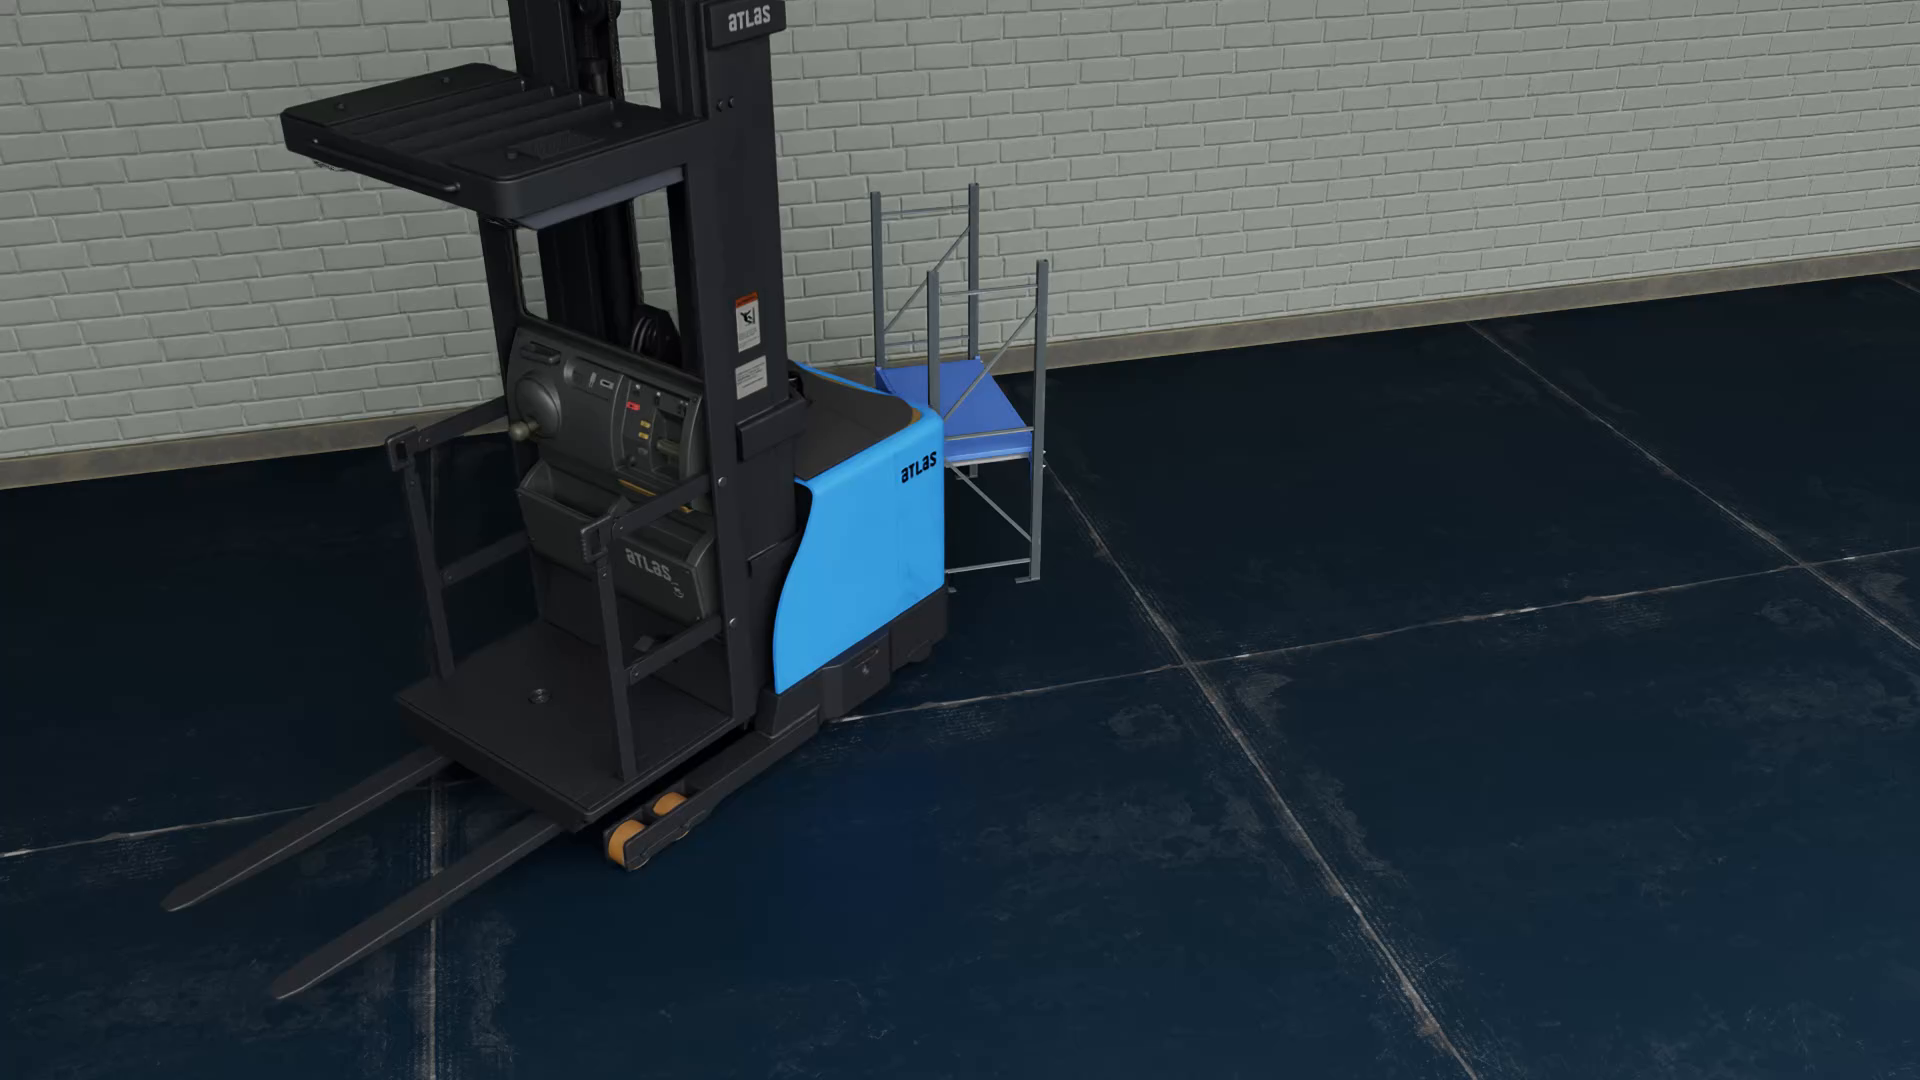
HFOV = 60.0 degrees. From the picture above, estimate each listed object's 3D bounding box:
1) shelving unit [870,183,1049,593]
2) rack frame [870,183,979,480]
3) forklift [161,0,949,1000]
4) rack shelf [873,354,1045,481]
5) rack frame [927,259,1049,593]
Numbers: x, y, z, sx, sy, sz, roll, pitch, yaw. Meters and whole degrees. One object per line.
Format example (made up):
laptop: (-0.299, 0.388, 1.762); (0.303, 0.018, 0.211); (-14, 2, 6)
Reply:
shelving unit: (-0.023, -0.690, 7.445); (0.538, 1.500, 1.048); (-8, 31, -13)
rack frame: (-0.158, -0.936, 7.870); (0.500, 1.500, 0.032); (-8, 31, -13)
forklift: (-1.353, -0.408, 5.529); (1.130, 2.935, 3.031); (22, 36, 32)
rack shelf: (-0.023, -0.535, 7.536); (0.538, 0.185, 1.000); (-8, 31, -13)
rack frame: (0.112, -0.445, 7.021); (0.500, 1.500, 0.032); (-8, 31, -13)
